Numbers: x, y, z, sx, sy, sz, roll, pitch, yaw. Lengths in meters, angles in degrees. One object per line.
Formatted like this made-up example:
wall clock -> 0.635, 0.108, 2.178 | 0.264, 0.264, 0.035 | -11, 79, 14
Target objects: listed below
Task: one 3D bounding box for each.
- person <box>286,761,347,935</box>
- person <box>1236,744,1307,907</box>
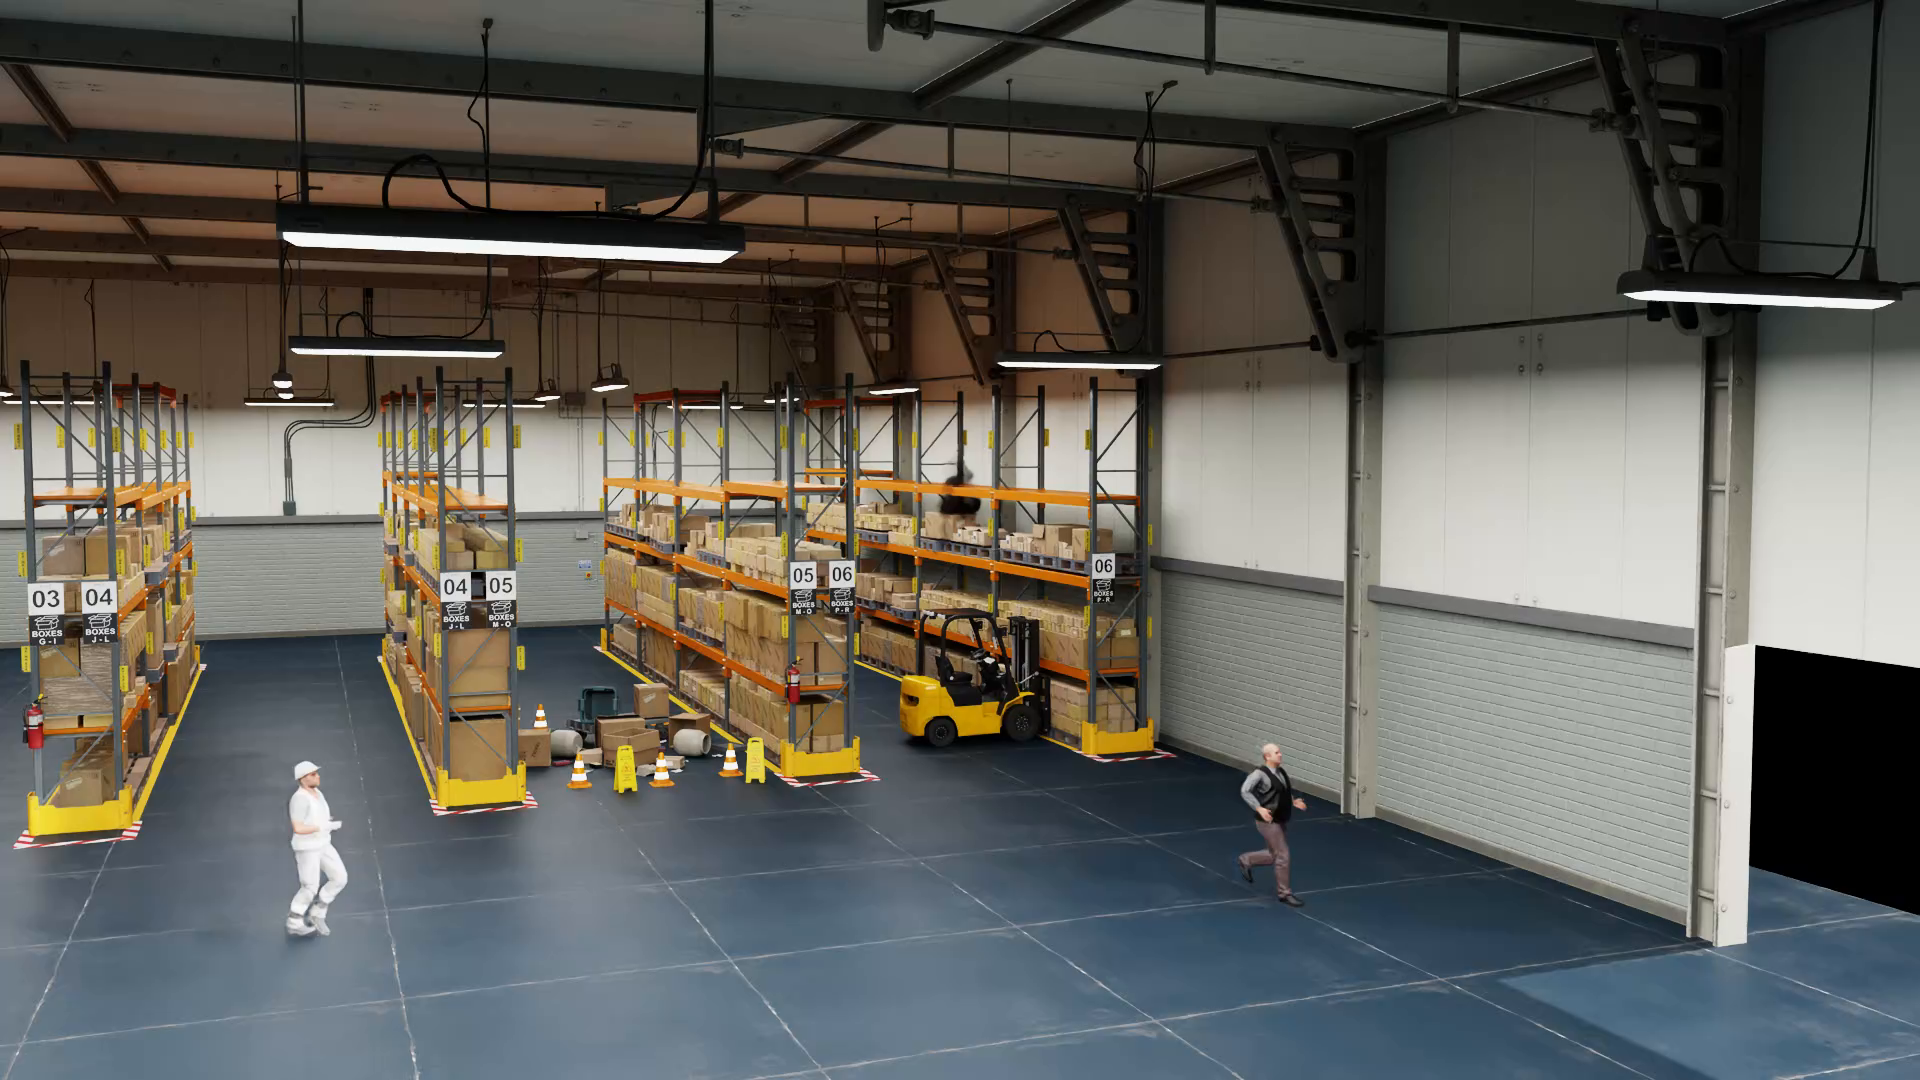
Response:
person -> -6.450, 3.110, 16.698 | 0.654, 1.795, 0.634 | 0, 3, 6
person -> 3.363, 3.071, 18.090 | 0.880, 1.721, 0.662 | 3, 4, 40
